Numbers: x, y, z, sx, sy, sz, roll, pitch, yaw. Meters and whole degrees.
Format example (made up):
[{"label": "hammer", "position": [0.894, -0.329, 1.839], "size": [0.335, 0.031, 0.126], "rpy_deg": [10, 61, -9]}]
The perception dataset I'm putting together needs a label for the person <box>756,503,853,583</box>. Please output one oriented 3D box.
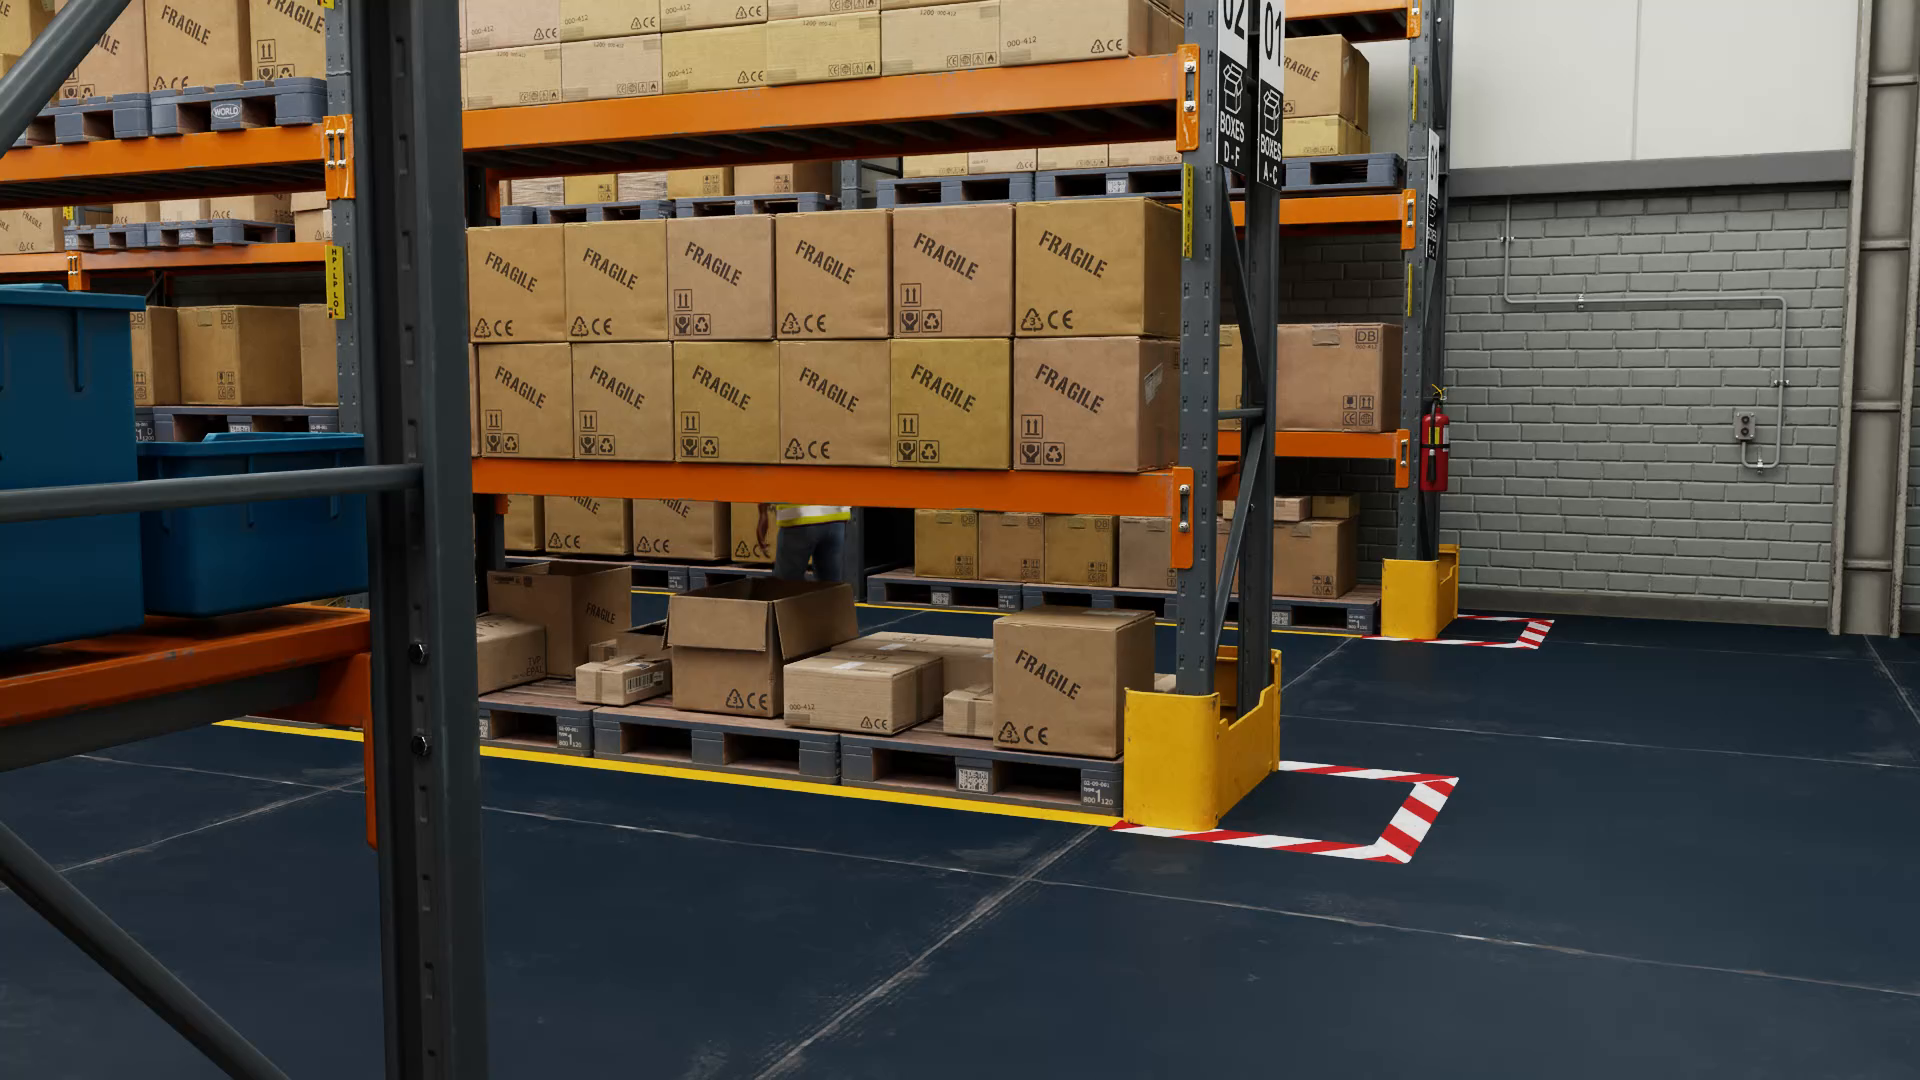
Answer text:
[{"label": "person", "position": [-0.850, -0.101, 9.455], "size": [0.735, 1.665, 0.698], "rpy_deg": [-3, 6, -25]}]
